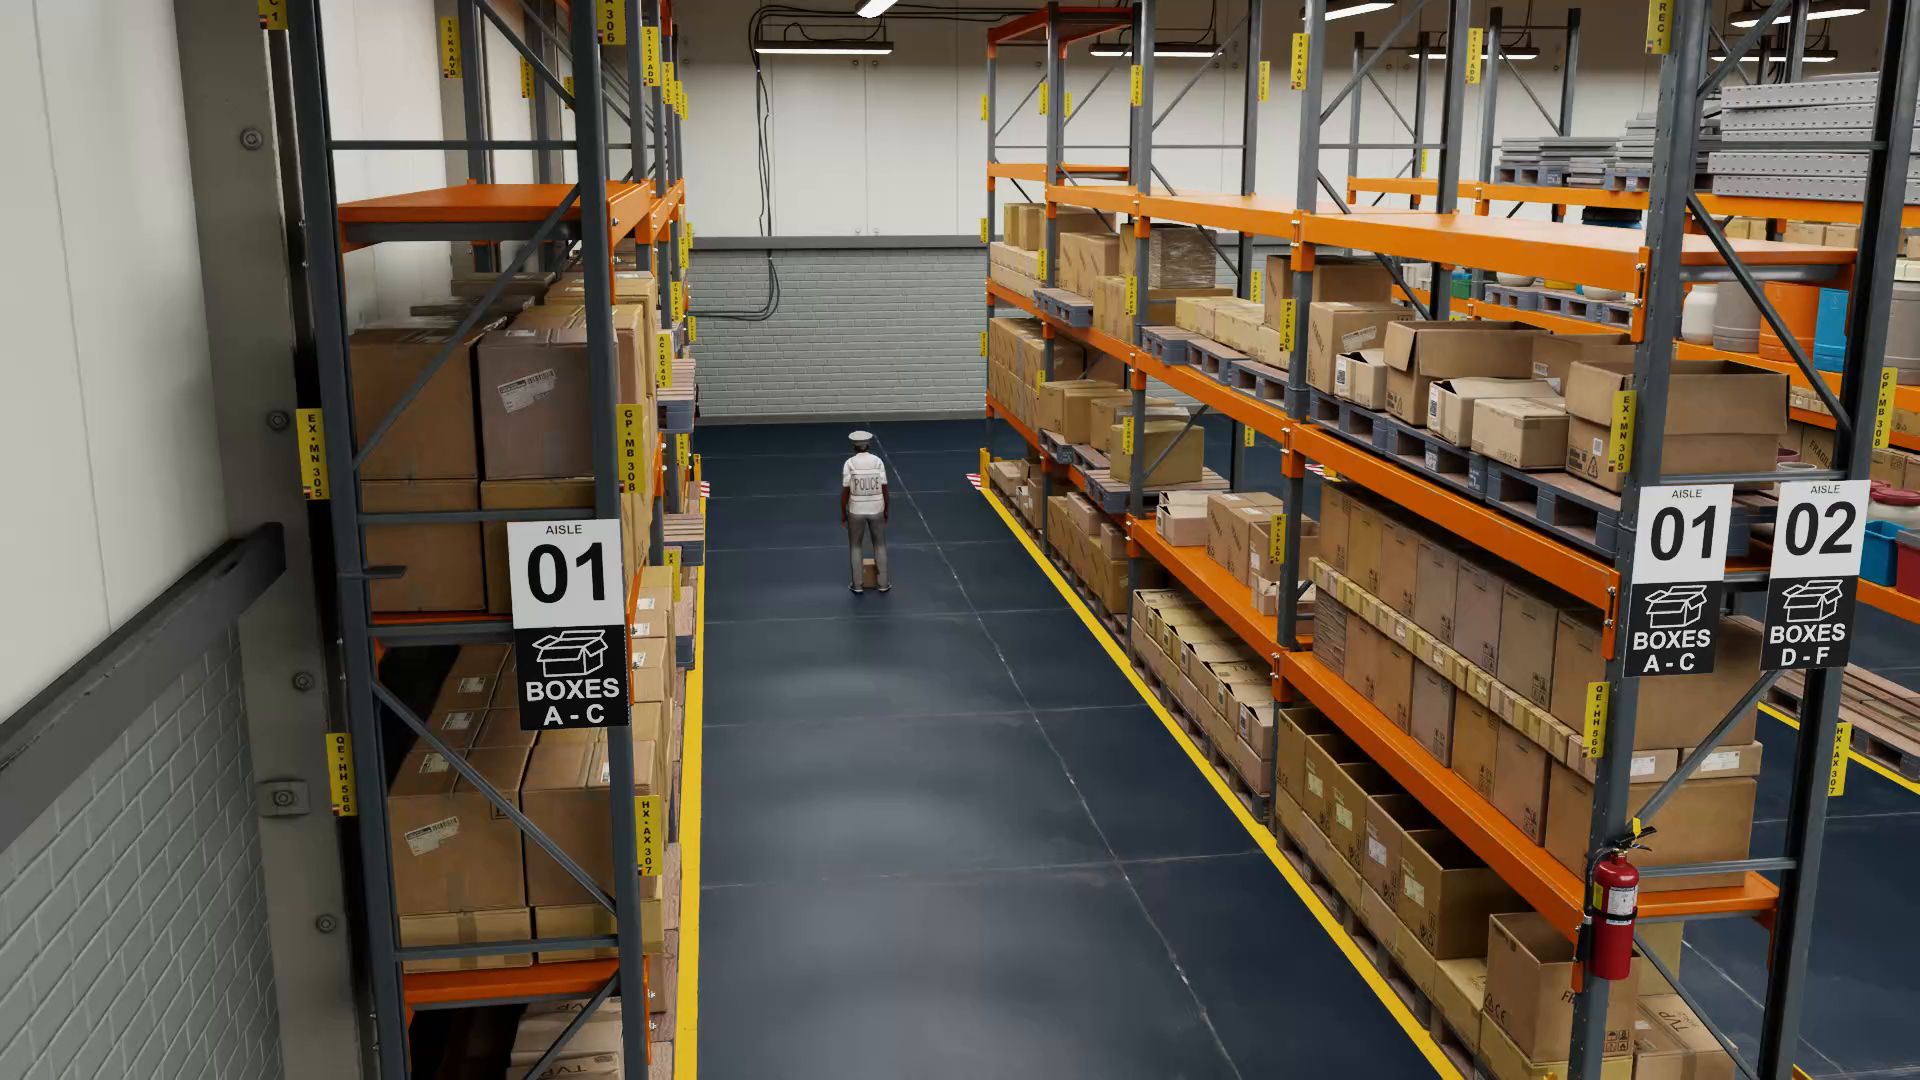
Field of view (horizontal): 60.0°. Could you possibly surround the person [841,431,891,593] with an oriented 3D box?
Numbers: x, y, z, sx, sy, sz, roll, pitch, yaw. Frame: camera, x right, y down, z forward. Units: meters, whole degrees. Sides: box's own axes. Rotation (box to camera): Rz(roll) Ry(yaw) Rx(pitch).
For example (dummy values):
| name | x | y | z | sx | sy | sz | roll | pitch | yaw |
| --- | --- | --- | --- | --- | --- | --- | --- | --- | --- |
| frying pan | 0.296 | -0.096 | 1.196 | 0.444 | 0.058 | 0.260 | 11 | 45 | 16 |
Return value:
| name | x | y | z | sx | sy | sz | roll | pitch | yaw |
| --- | --- | --- | --- | --- | --- | --- | --- | --- | --- |
| person | -0.969 | -0.283 | 17.184 | 0.531 | 1.661 | 0.386 | -3 | 14 | -12 |
